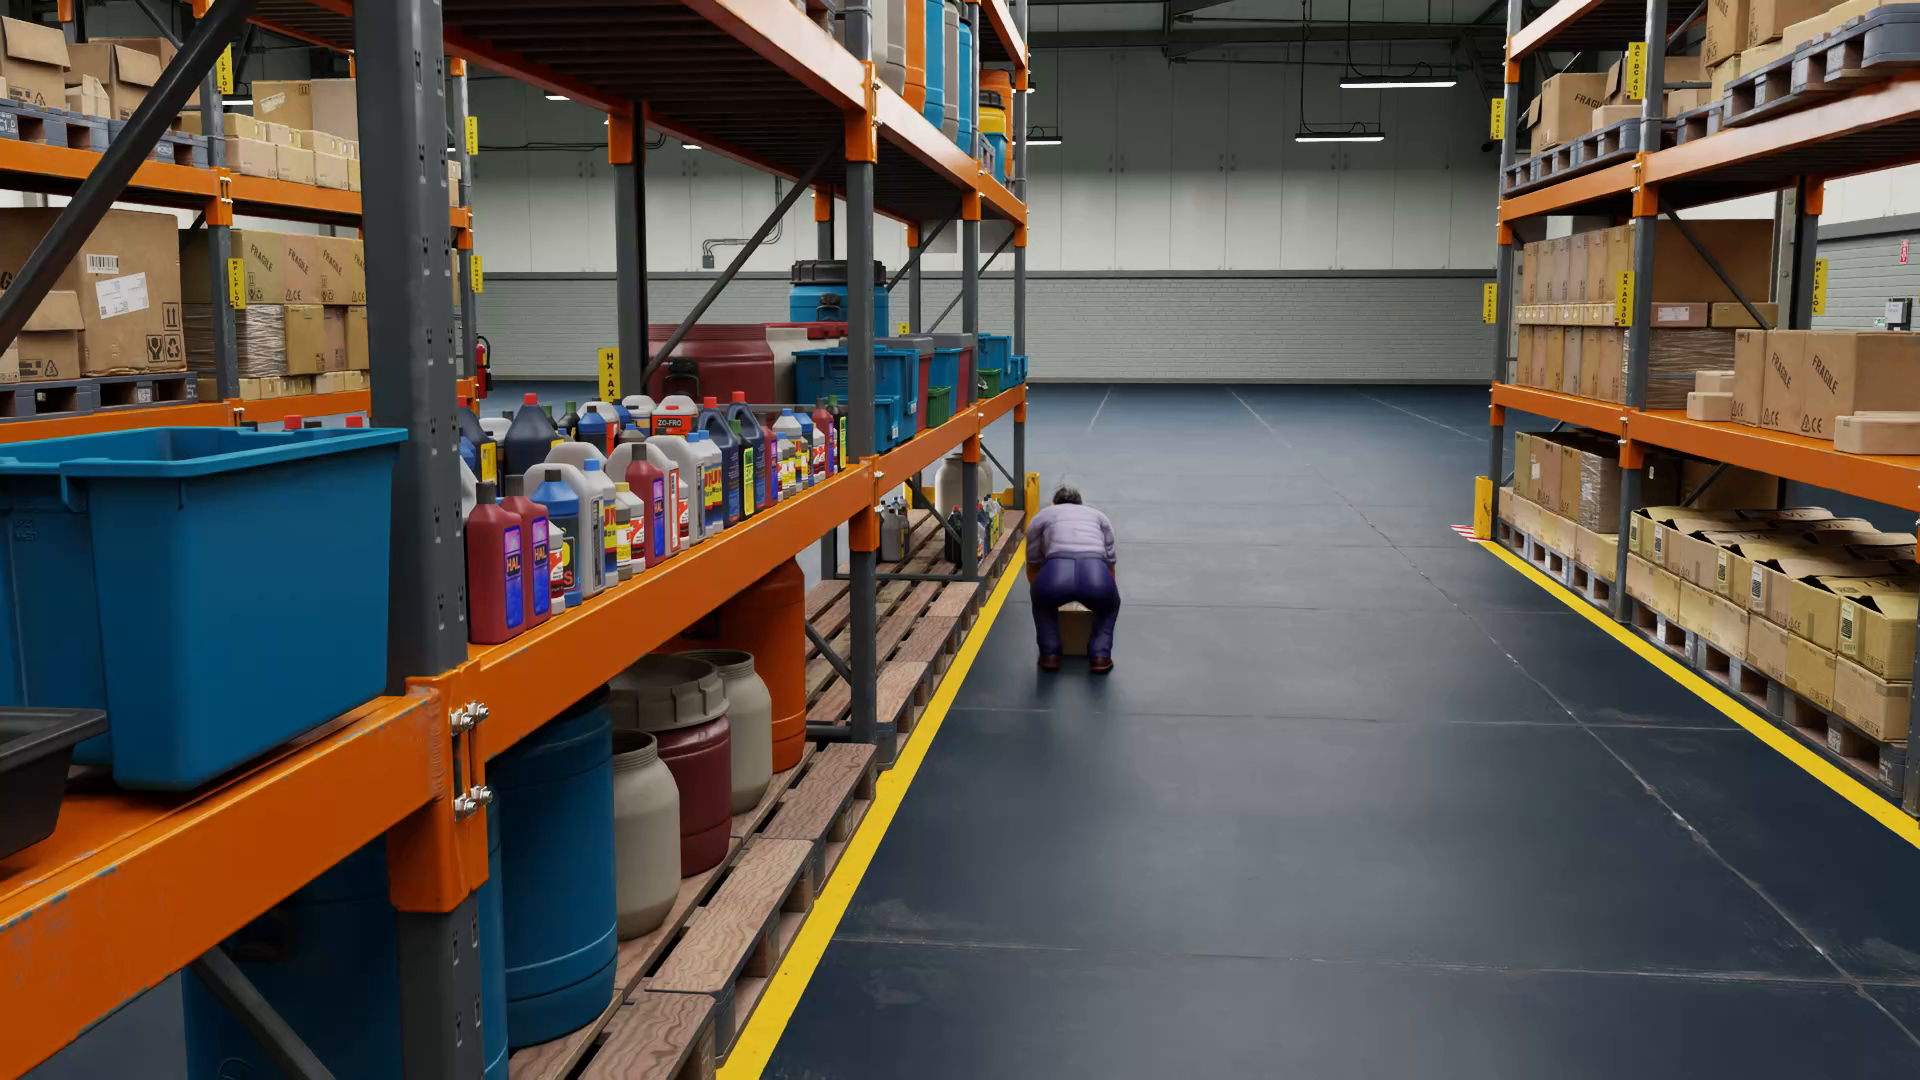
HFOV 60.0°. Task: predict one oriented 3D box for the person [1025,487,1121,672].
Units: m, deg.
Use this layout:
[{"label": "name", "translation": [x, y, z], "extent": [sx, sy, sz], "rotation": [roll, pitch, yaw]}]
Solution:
[{"label": "person", "translation": [0.604, 0.212, 8.950], "extent": [0.525, 0.940, 0.820], "rotation": [1, 8, 6]}]
